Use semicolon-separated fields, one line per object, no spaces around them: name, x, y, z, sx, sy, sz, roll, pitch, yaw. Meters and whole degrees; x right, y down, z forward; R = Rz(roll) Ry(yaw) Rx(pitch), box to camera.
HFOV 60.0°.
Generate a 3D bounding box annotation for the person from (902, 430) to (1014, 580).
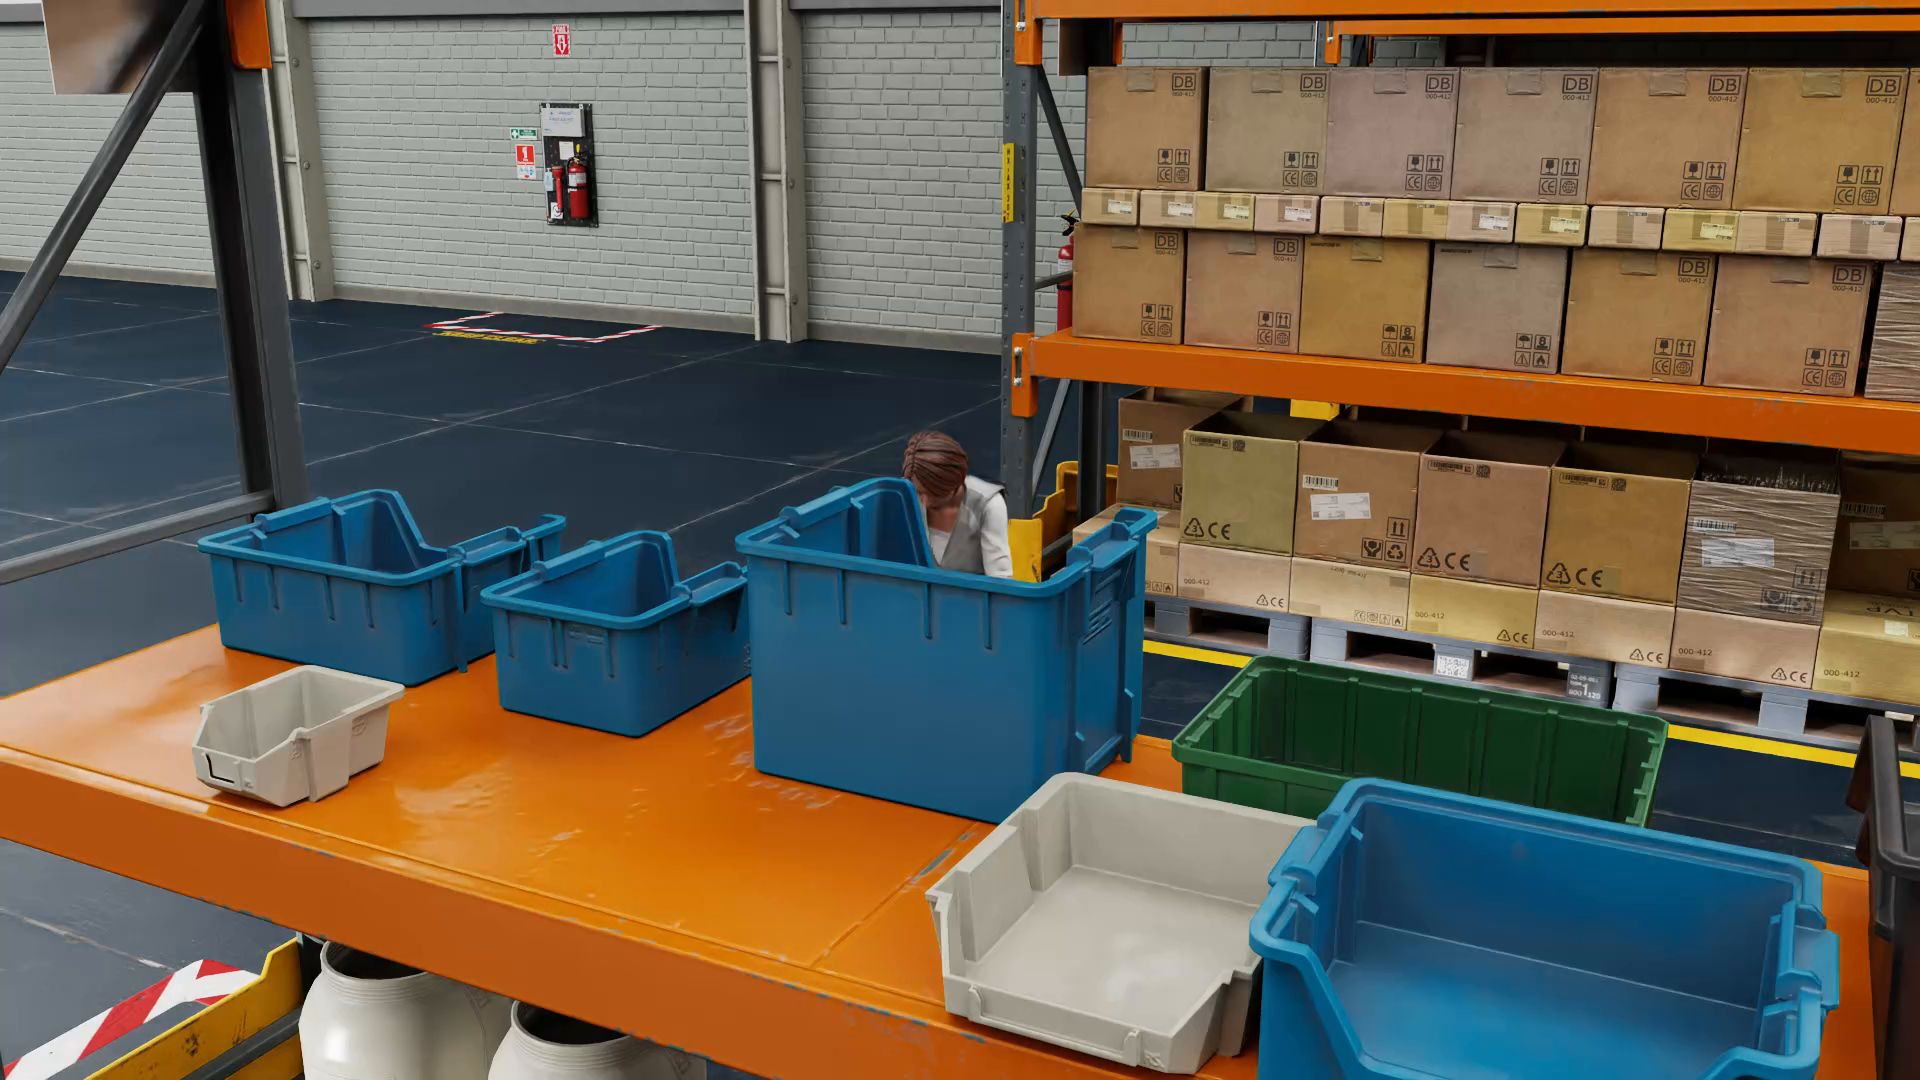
person;-0.010;0.326;5.280;0.456;1.408;0.560;8;18;26
